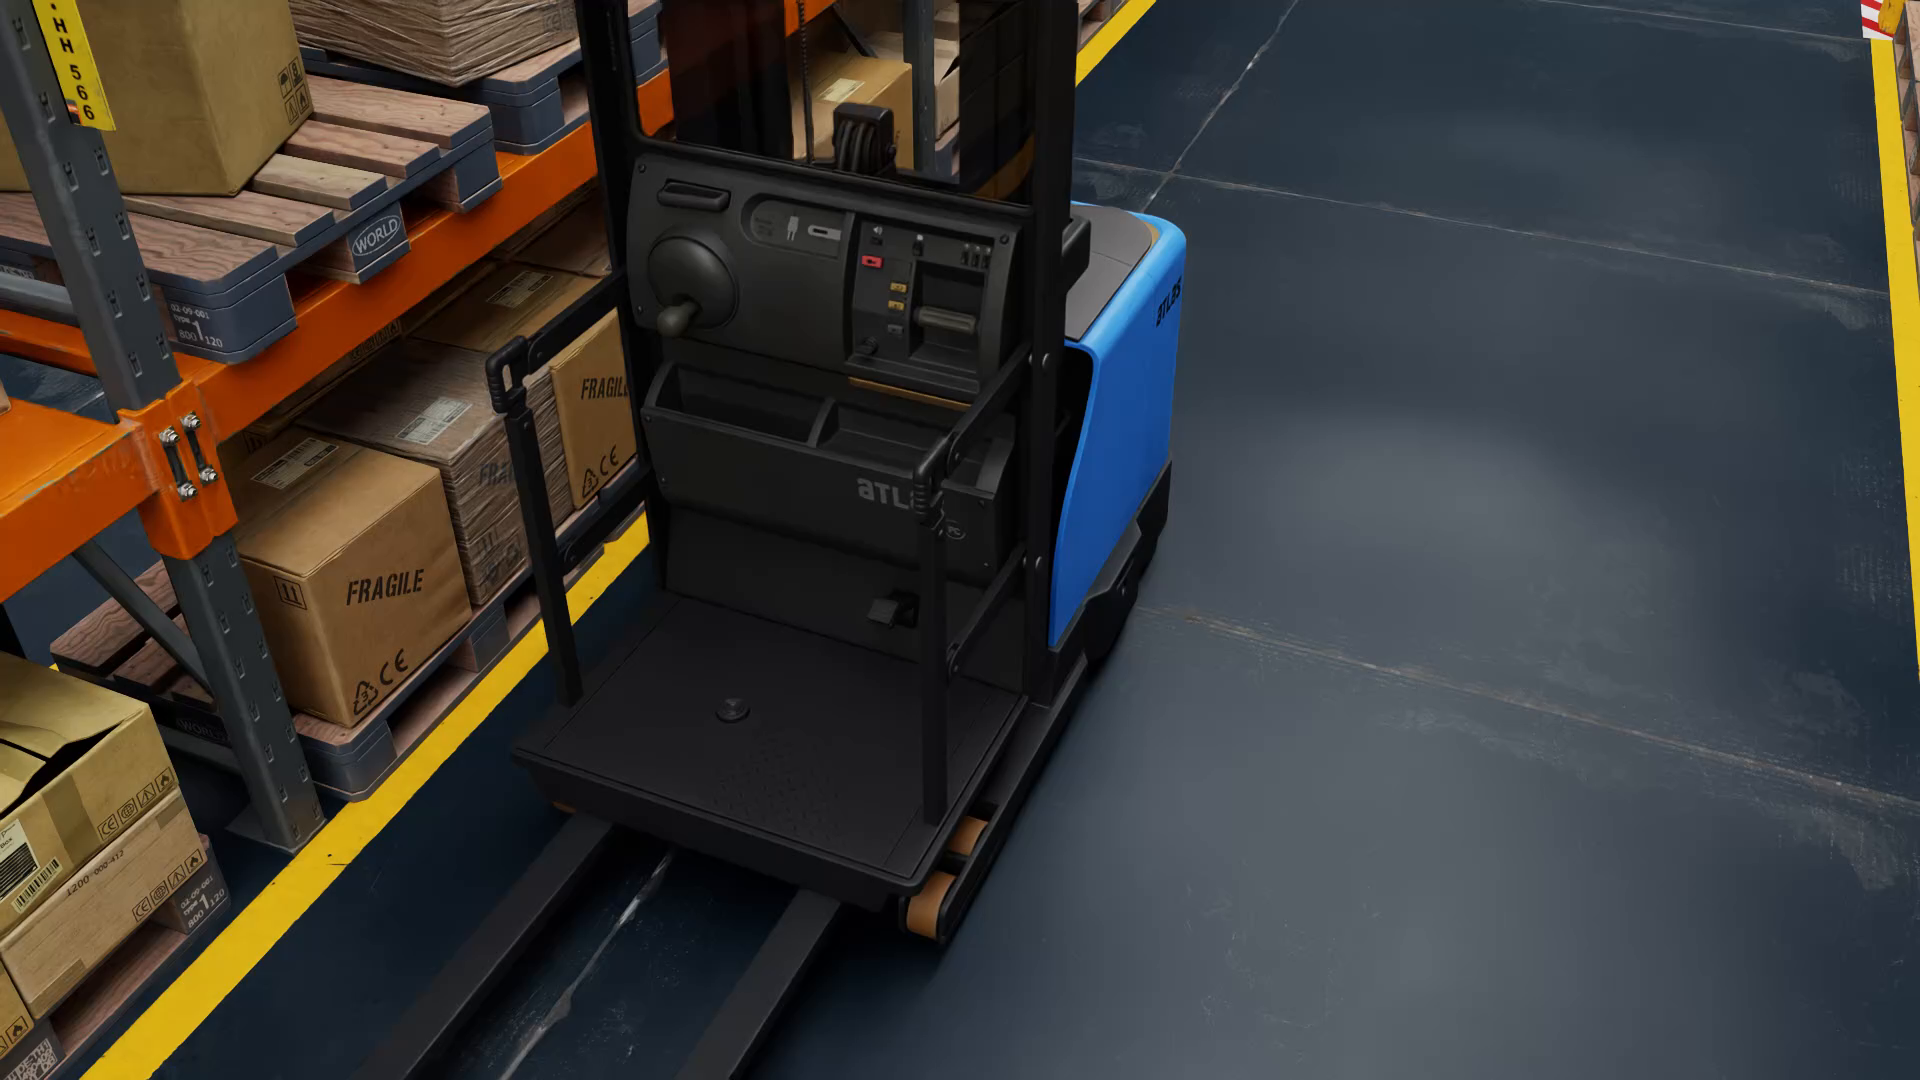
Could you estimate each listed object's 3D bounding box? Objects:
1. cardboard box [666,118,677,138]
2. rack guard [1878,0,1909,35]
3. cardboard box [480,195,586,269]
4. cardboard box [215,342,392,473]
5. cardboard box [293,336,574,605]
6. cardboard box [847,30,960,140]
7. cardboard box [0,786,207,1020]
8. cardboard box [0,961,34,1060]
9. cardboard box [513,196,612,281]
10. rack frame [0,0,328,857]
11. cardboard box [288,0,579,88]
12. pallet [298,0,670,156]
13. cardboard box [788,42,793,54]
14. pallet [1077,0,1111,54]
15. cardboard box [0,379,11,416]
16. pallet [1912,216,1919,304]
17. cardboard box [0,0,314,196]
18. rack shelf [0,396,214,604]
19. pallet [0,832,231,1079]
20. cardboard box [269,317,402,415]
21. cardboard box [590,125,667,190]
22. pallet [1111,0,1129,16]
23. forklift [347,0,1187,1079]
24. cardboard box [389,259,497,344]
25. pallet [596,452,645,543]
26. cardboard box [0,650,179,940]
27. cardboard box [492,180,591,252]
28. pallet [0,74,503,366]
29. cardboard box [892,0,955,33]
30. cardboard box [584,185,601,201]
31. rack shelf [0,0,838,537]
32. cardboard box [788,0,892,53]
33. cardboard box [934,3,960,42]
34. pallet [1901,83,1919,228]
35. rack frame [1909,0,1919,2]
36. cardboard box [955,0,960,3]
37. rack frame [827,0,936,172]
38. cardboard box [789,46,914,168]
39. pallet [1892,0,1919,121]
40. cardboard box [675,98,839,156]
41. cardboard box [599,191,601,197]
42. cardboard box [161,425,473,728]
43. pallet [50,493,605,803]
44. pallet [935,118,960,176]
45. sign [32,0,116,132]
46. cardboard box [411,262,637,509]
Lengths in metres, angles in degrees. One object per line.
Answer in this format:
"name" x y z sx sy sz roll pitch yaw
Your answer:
"cardboard box" -1.191 -1.432 6.381 0.500 0.500 0.500 14 39 18
"rack guard" 5.510 -2.866 8.667 1.175 0.500 0.348 14 39 18
"cardboard box" -1.581 -0.877 5.638 0.500 0.500 0.500 12 39 16
"cardboard box" -1.972 -0.299 4.864 0.500 0.500 0.500 15 39 20
"cardboard box" -1.479 -0.205 4.740 0.500 0.500 0.500 12 39 16
"cardboard box" -0.229 -2.049 7.365 0.500 0.311 0.500 14 39 18
"cardboard box" -2.085 0.728 3.717 0.500 0.250 0.500 15 39 19
"cardboard box" -2.278 1.014 3.334 0.500 0.250 0.500 13 39 17
"cardboard box" -1.090 -0.772 5.498 0.500 0.500 0.500 13 39 16
"rack frame" -2.111 -0.552 3.484 1.000 3.000 0.127 14 39 18
"cardboard box" -1.451 -1.598 4.448 0.700 0.500 0.500 21 42 26
"pallet" -1.375 -1.553 4.983 1.003 0.211 1.213 14 39 18
"cardboard box" -0.998 -1.730 6.779 0.500 0.500 0.500 12 38 16
"pallet" 0.136 -2.708 8.697 1.003 0.211 1.213 14 39 18
"cardboard box" -2.289 -0.325 3.254 0.500 0.311 0.500 16 40 21
"pallet" 4.235 -0.936 6.325 1.003 0.211 1.213 14 39 18
"cardboard box" -1.975 -1.135 3.829 0.700 0.500 0.500 2 37 2
"rack shelf" -2.872 0.843 2.217 1.077 0.370 4.000 14 39 18
"pallet" -2.460 1.011 3.720 1.003 0.211 1.213 14 39 18
"cardboard box" -1.954 -0.631 4.683 0.500 0.250 0.500 15 39 19
"cardboard box" -1.378 -1.476 5.814 0.500 0.250 0.500 14 39 18
"pallet" 0.602 -3.381 9.597 1.003 0.211 1.213 14 39 18
"forklift" -0.404 -0.517 3.493 1.130 2.935 3.031 15 39 19
"cardboard box" -1.775 -0.585 5.248 0.500 0.500 0.500 12 39 16
"pallet" -1.326 -0.513 5.760 1.003 0.211 1.213 14 39 18
"cardboard box" -2.082 0.502 3.550 0.500 0.311 0.500 15 39 19
"cardboard box" -1.569 -1.199 5.442 0.500 0.250 0.500 13 39 17
"pallet" -1.918 -0.867 4.064 1.213 0.211 1.003 14 39 18
"cardboard box" -0.349 -2.662 8.184 0.500 0.311 0.500 14 39 18
"cardboard box" -1.388 -1.157 6.013 0.500 0.500 0.500 14 39 18
"rack shelf" -1.350 -1.372 5.180 1.077 0.370 4.000 14 39 18
"cardboard box" -0.634 -2.322 7.572 0.500 0.500 0.500 14 39 18
"cardboard box" 0.091 -2.473 8.052 0.380 0.166 0.250 14 39 18
"pallet" 4.697 -1.613 7.232 1.003 0.211 1.213 14 39 18
"rack frame" 5.513 -3.851 7.897 1.000 3.000 0.127 14 39 18
"cardboard box" 0.122 -2.985 8.455 0.797 0.503 0.637 14 39 18
"rack frame" -0.589 -2.767 6.446 1.000 3.000 0.127 14 39 18
"cardboard box" -0.511 -1.603 6.610 0.500 0.500 0.500 14 39 17
"pallet" 5.163 -2.287 8.133 1.003 0.211 1.213 14 39 18
"cardboard box" -0.707 -1.332 6.247 0.500 0.500 0.500 14 39 18
"cardboard box" -0.898 -1.054 5.875 0.500 0.500 0.500 14 39 18
"cardboard box" -1.673 0.086 4.350 0.500 0.500 0.500 15 39 20
"pallet" -1.791 0.160 4.860 1.003 0.211 1.213 14 39 18
"pallet" -0.326 -2.030 7.790 1.003 0.211 1.213 14 39 18
"sign" -1.596 -0.891 2.970 0.100 0.325 0.005 14 39 18
"cardboard box" -1.284 -0.482 5.110 0.500 0.500 0.500 13 39 17
